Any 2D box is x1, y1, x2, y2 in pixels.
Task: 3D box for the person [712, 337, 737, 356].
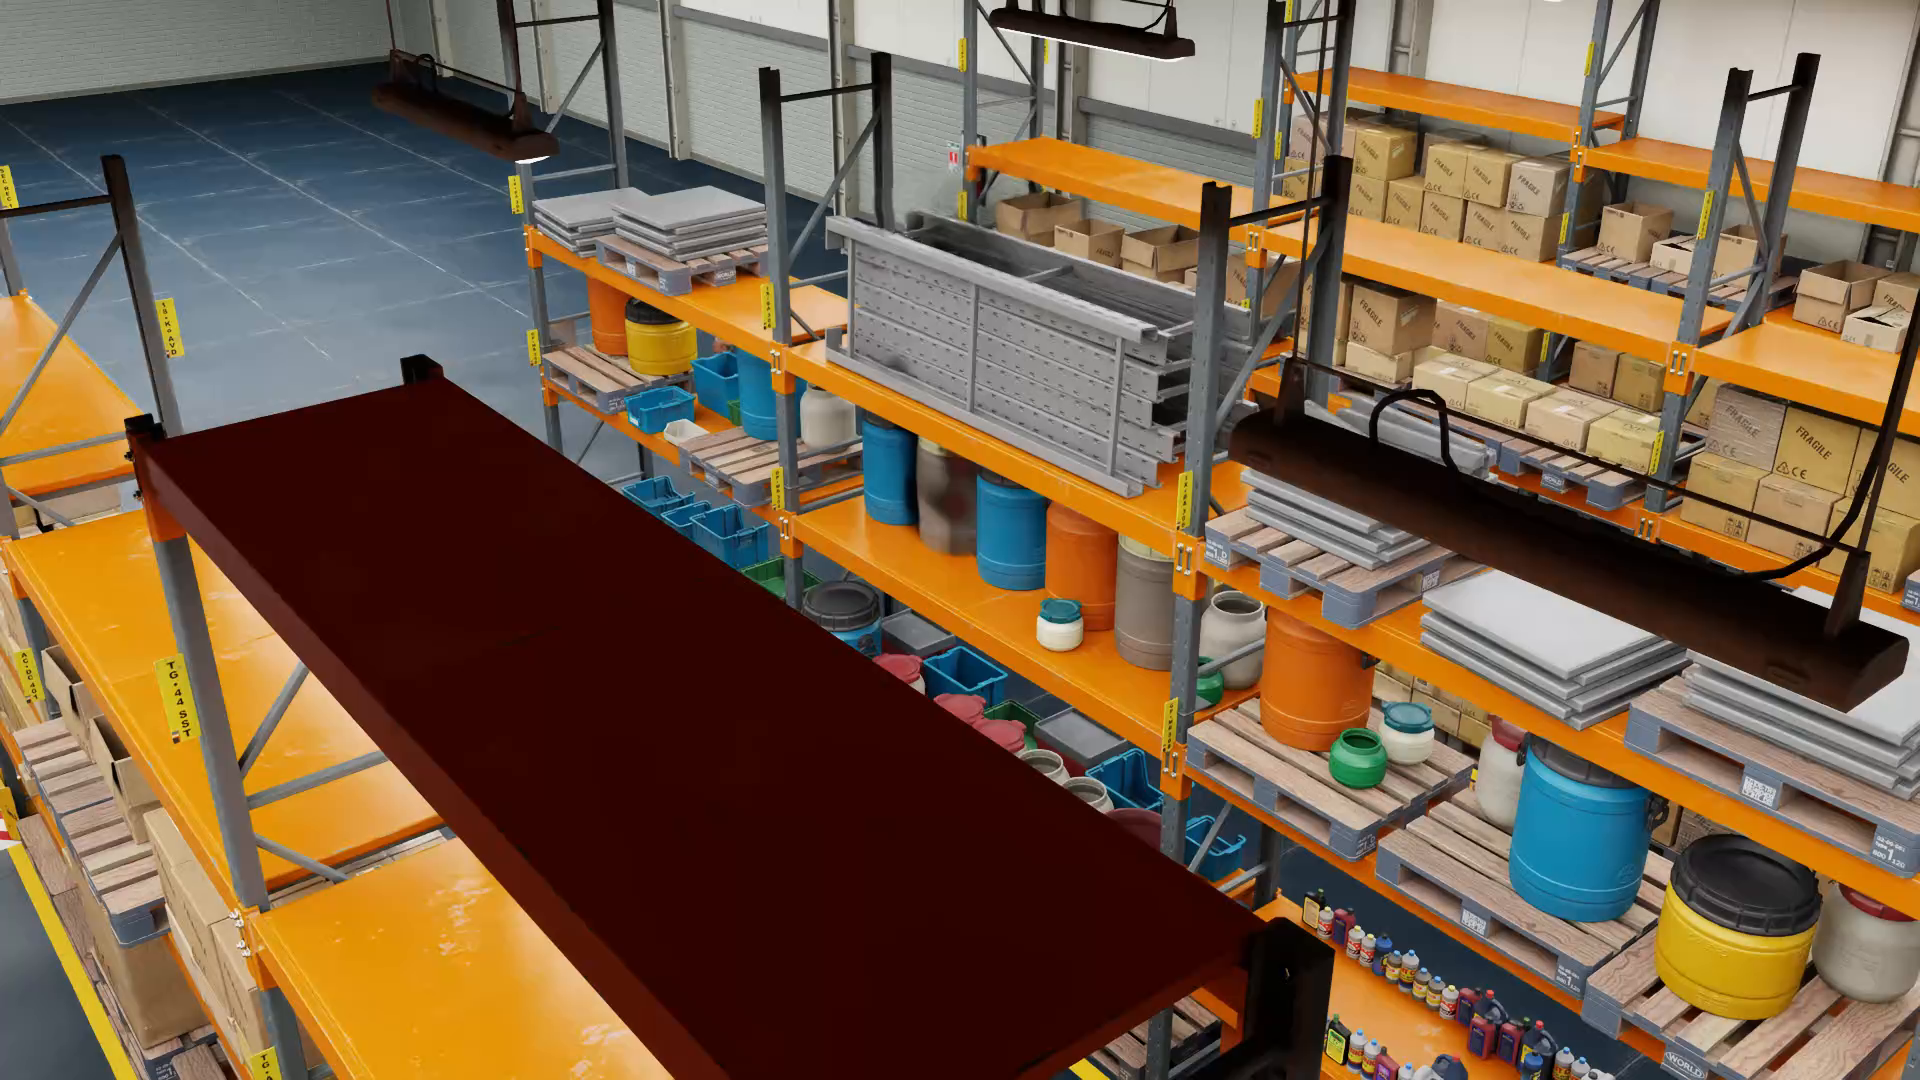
[{"bbox_3d":[-2.736,-1.564,19.545,0.779,1.783,0.638,-7,27,-15],"label":"person"}]
